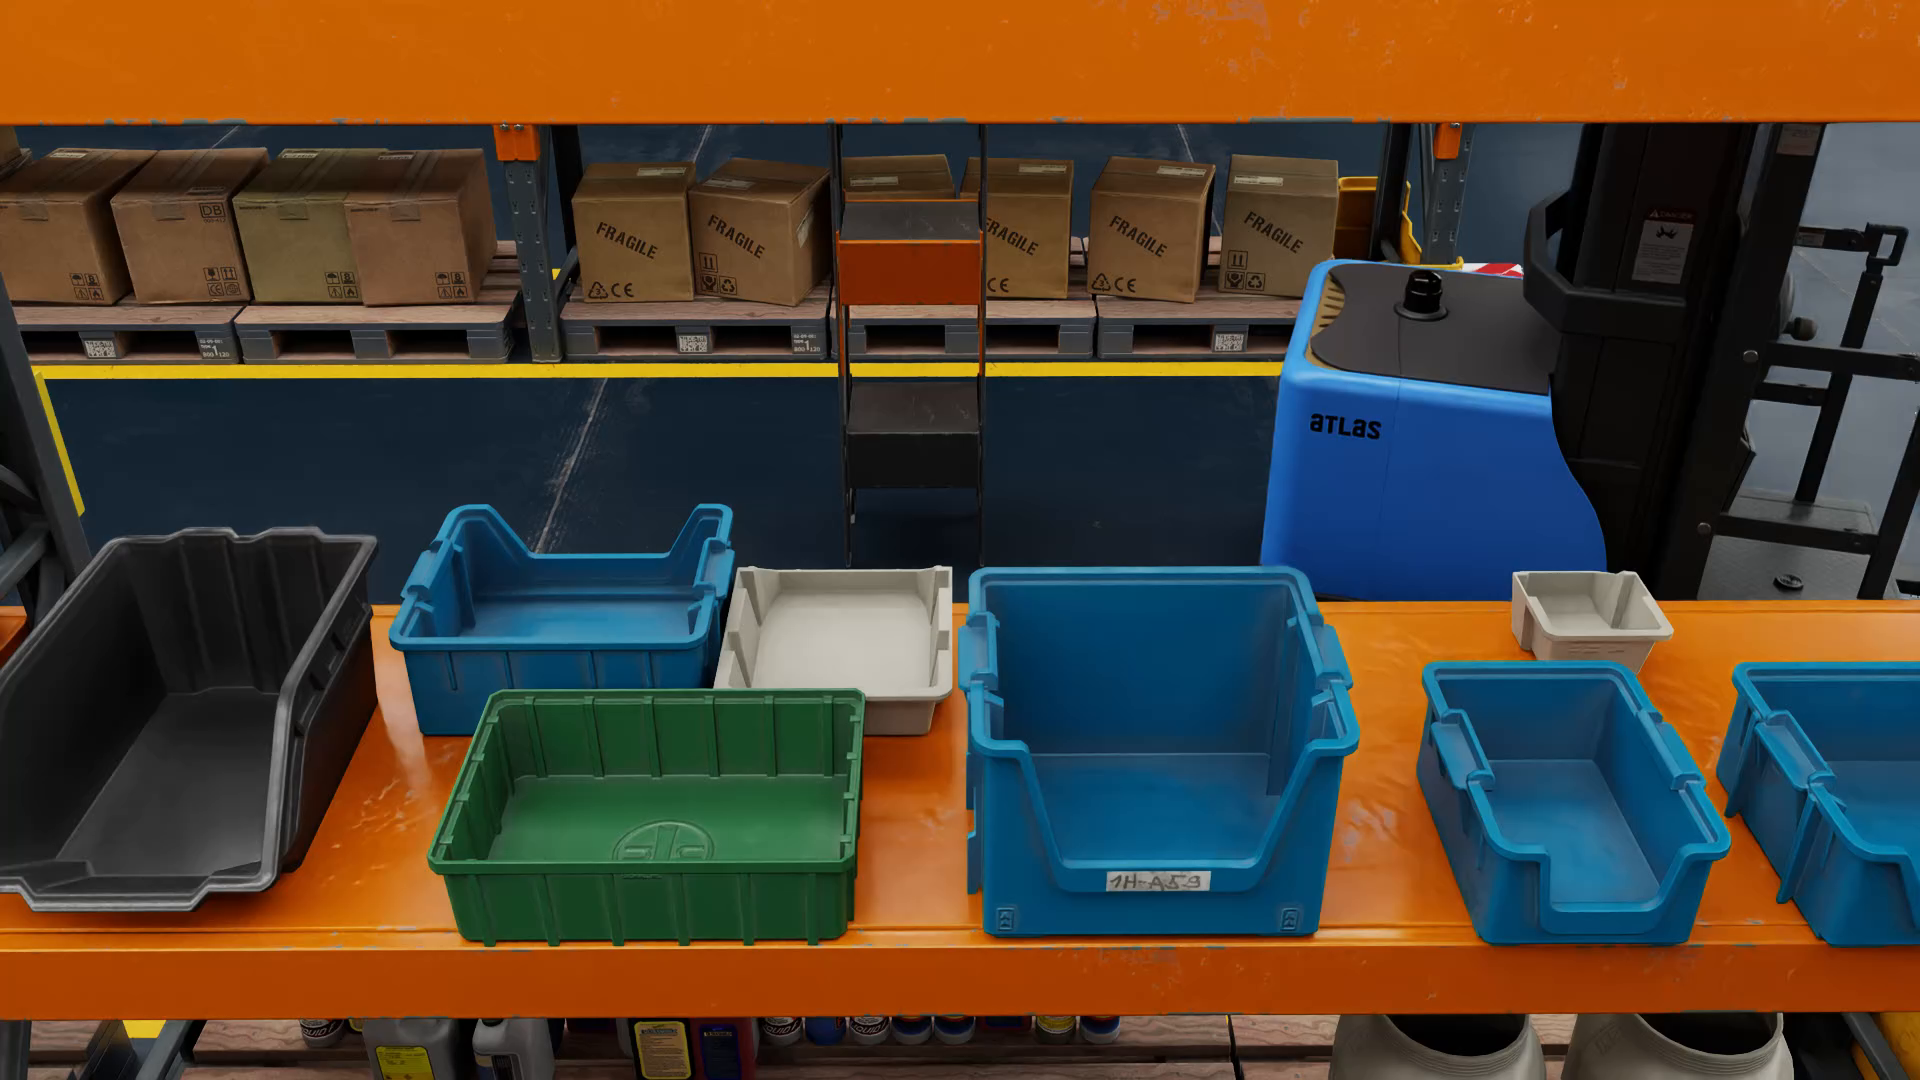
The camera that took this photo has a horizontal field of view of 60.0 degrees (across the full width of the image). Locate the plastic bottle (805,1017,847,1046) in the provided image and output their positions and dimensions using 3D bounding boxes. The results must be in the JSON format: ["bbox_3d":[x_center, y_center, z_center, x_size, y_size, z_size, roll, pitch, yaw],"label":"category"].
[{"bbox_3d":[-0.316,1.040,3.851,0.097,0.271,0.097,0,31,0],"label":"plastic bottle"}]

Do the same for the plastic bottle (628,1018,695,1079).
[{"bbox_3d":[-0.672,1.101,3.738,0.133,0.283,0.061,0,31,0],"label":"plastic bottle"}]

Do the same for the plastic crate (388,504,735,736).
[{"bbox_3d":[-0.751,0.147,3.259,0.616,0.251,0.499,0,31,0],"label":"plastic crate"}]

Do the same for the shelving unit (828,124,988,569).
[{"bbox_3d":[-0.166,-0.897,5.704,0.503,2.100,0.431,0,31,0],"label":"shelving unit"}]

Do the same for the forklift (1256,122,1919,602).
[{"bbox_3d":[2.547,-0.879,4.873,3.031,2.935,1.130,9,32,14],"label":"forklift"}]

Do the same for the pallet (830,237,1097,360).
[{"bbox_3d":[0.009,-1.175,7.983,1.213,0.211,1.003,0,31,0],"label":"pallet"}]

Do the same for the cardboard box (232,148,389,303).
[{"bbox_3d":[-2.977,-1.478,7.781,0.500,0.500,0.700,0,31,-1],"label":"cardboard box"}]

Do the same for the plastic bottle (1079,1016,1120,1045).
[{"bbox_3d":[0.329,1.038,3.854,0.097,0.271,0.097,0,31,0],"label":"plastic bottle"}]

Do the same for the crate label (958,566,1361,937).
[{"bbox_3d":[0.305,0.346,2.754,0.616,0.435,0.502,0,31,0],"label":"crate label"}]

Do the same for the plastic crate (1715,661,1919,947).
[{"bbox_3d":[1.645,0.436,2.784,0.616,0.251,0.499,0,31,0],"label":"plastic crate"}]

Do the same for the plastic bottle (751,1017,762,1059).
[{"bbox_3d":[-0.536,1.052,3.825,0.135,0.276,0.152,0,31,1],"label":"plastic bottle"}]

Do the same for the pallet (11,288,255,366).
[{"bbox_3d":[-3.887,-1.141,7.927,1.213,0.211,1.003,0,31,0],"label":"pallet"}]

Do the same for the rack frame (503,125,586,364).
[{"bbox_3d":[-1.886,-2.341,7.217,0.127,3.000,1.000,0,31,0],"label":"rack frame"}]

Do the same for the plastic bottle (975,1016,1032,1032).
[{"bbox_3d":[0.103,1.024,3.866,0.133,0.283,0.061,0,31,1],"label":"plastic bottle"}]

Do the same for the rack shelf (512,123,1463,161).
[{"bbox_3d":[0.114,-2.040,7.414,4.000,0.370,1.077,0,31,0],"label":"rack shelf"}]

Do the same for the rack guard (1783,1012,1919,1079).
[{"bbox_3d":[2.068,1.308,3.611,0.348,0.500,1.175,0,31,0],"label":"rack guard"}]

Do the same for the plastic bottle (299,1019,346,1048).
[{"bbox_3d":[-1.495,1.073,3.863,0.097,0.201,0.097,0,31,0],"label":"plastic bottle"}]

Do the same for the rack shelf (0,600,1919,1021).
[{"bbox_3d":[0.144,0.529,3.180,4.000,0.370,1.077,0,31,0],"label":"rack shelf"}]

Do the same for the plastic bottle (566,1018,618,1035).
[{"bbox_3d":[-0.859,1.027,3.861,0.133,0.283,0.061,2,31,3],"label":"plastic bottle"}]

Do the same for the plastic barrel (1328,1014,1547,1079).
[{"bbox_3d":[0.985,1.143,3.469,0.421,0.512,0.421,0,31,0],"label":"plastic barrel"}]

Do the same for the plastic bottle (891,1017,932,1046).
[{"bbox_3d":[-0.114,1.039,3.852,0.097,0.271,0.097,0,31,0],"label":"plastic bottle"}]

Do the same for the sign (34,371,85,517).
[{"bbox_3d":[-1.848,-0.176,3.382,0.005,0.325,0.100,0,31,0],"label":"sign"}]

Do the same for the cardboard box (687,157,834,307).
[{"bbox_3d":[-0.913,-1.439,7.734,0.500,0.500,0.500,10,33,15],"label":"cardboard box"}]

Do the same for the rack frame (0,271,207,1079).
[{"bbox_3d":[-1.856,0.228,2.983,0.127,3.000,1.000,0,31,0],"label":"rack frame"}]

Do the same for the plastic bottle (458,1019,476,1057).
[{"bbox_3d":[-1.214,1.021,3.806,0.185,0.351,0.144,-1,31,-2],"label":"plastic bottle"}]

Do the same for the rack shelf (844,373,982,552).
[{"bbox_3d":[-0.166,-0.287,6.075,0.480,0.518,0.431,0,31,0],"label":"rack shelf"}]

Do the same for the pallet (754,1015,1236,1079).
[{"bbox_3d":[0.039,1.434,3.683,1.213,0.211,1.003,0,31,0],"label":"pallet"}]

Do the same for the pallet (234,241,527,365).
[{"bbox_3d":[-2.664,-1.146,7.935,1.213,0.211,1.003,0,31,0],"label":"pallet"}]

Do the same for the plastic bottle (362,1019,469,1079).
[{"bbox_3d":[-1.213,1.095,3.682,0.185,0.351,0.144,0,31,0],"label":"plastic bottle"}]

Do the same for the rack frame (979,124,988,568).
[{"bbox_3d":[0.078,-0.898,5.706,0.015,2.100,0.400,0,31,0],"label":"rack frame"}]

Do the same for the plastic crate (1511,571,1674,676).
[{"bbox_3d":[1.247,0.164,3.342,0.250,0.136,0.298,0,31,0],"label":"plastic crate"}]

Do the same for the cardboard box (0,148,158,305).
[{"bbox_3d":[-4.094,-1.475,7.774,0.500,0.500,0.700,2,31,4],"label":"cardboard box"}]

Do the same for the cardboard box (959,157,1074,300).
[{"bbox_3d":[0.266,-1.460,7.769,0.500,0.500,0.500,3,31,4],"label":"cardboard box"}]

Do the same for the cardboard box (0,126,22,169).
[{"bbox_3d":[-4.686,-1.794,7.577,0.500,0.250,0.500,3,31,5],"label":"cardboard box"}]

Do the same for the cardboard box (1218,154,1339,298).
[{"bbox_3d":[1.490,-1.472,7.789,0.500,0.500,0.500,5,32,9],"label":"cardboard box"}]
